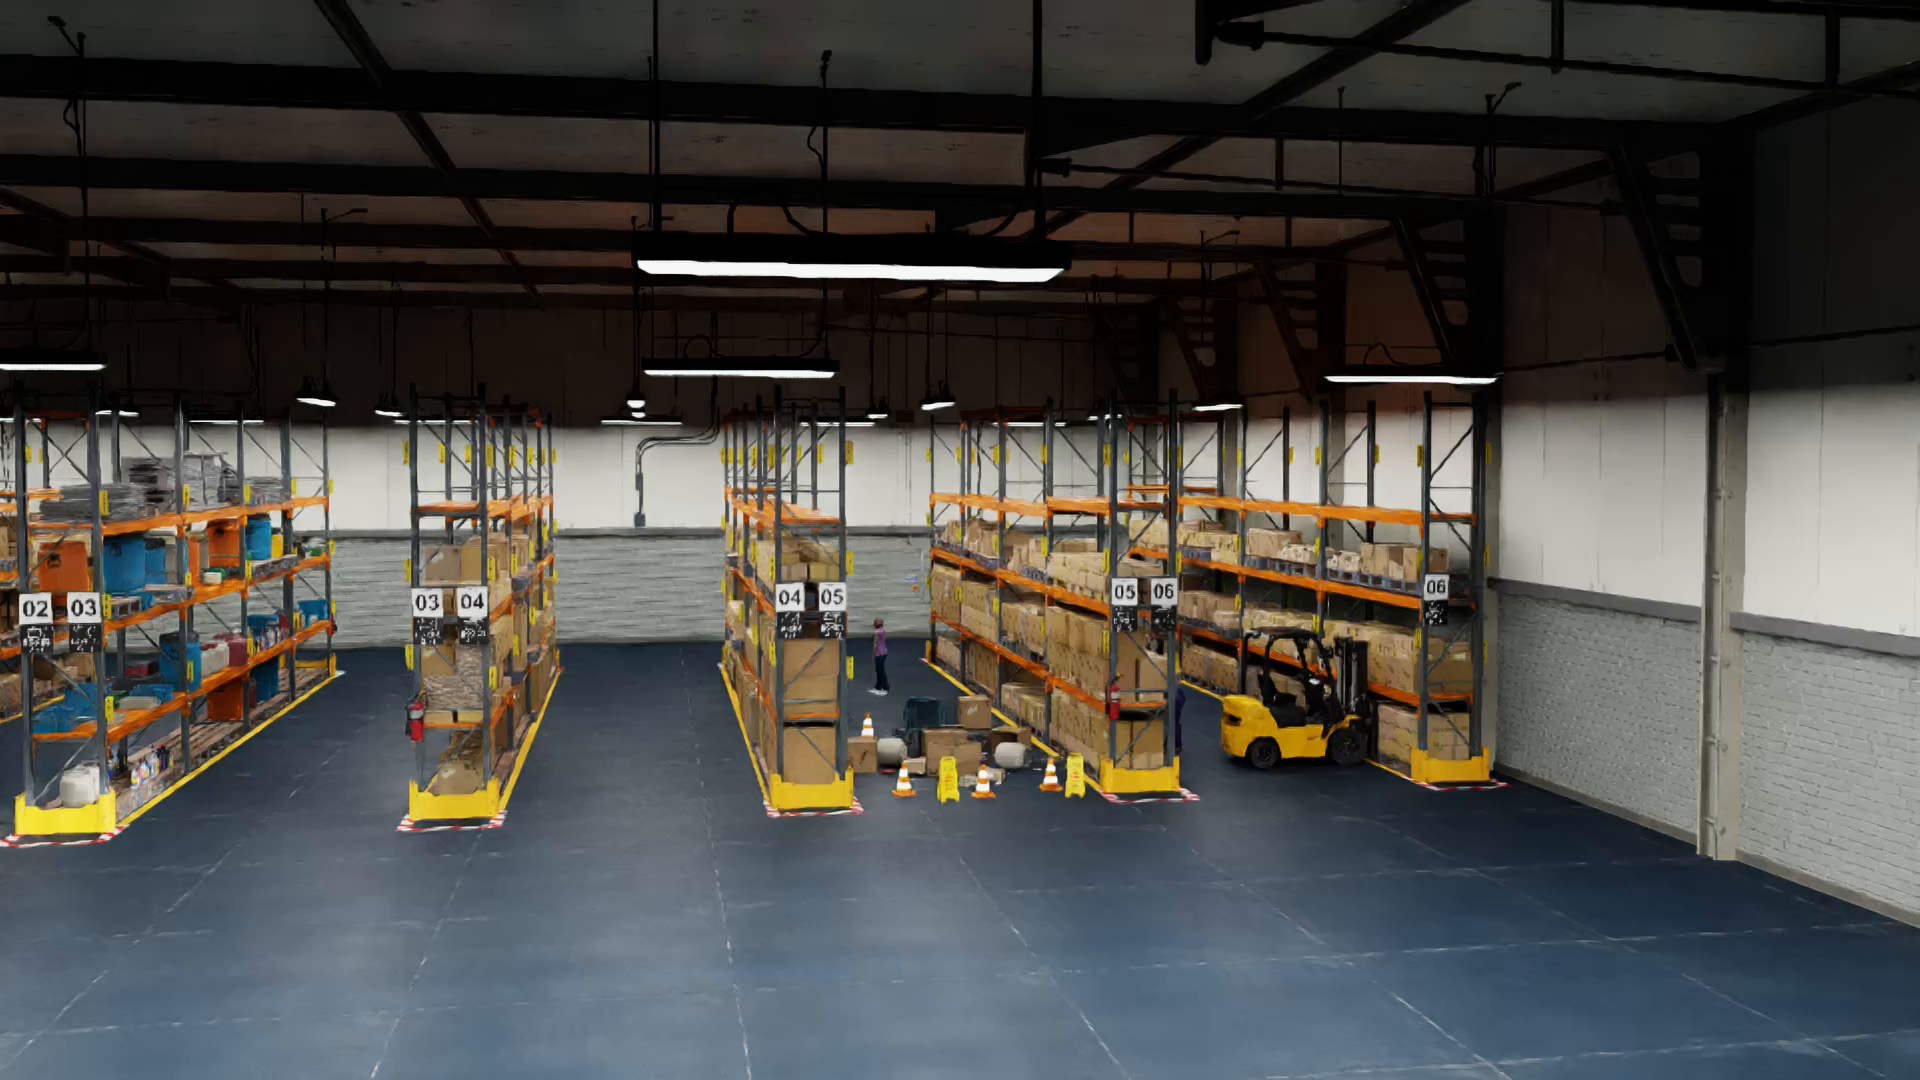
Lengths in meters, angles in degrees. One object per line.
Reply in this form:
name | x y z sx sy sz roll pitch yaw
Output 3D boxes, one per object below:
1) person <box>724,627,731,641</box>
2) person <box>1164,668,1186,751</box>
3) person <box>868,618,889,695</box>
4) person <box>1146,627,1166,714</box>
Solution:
person | -5.772 2.000 42.835 0.579 1.662 0.978 1 3 10
person | 3.588 2.737 28.298 0.463 1.652 0.521 1 3 21
person | -1.717 2.423 34.912 0.532 1.591 0.528 1 3 16
person | 3.759 2.493 32.338 0.574 1.708 0.626 1 3 18
